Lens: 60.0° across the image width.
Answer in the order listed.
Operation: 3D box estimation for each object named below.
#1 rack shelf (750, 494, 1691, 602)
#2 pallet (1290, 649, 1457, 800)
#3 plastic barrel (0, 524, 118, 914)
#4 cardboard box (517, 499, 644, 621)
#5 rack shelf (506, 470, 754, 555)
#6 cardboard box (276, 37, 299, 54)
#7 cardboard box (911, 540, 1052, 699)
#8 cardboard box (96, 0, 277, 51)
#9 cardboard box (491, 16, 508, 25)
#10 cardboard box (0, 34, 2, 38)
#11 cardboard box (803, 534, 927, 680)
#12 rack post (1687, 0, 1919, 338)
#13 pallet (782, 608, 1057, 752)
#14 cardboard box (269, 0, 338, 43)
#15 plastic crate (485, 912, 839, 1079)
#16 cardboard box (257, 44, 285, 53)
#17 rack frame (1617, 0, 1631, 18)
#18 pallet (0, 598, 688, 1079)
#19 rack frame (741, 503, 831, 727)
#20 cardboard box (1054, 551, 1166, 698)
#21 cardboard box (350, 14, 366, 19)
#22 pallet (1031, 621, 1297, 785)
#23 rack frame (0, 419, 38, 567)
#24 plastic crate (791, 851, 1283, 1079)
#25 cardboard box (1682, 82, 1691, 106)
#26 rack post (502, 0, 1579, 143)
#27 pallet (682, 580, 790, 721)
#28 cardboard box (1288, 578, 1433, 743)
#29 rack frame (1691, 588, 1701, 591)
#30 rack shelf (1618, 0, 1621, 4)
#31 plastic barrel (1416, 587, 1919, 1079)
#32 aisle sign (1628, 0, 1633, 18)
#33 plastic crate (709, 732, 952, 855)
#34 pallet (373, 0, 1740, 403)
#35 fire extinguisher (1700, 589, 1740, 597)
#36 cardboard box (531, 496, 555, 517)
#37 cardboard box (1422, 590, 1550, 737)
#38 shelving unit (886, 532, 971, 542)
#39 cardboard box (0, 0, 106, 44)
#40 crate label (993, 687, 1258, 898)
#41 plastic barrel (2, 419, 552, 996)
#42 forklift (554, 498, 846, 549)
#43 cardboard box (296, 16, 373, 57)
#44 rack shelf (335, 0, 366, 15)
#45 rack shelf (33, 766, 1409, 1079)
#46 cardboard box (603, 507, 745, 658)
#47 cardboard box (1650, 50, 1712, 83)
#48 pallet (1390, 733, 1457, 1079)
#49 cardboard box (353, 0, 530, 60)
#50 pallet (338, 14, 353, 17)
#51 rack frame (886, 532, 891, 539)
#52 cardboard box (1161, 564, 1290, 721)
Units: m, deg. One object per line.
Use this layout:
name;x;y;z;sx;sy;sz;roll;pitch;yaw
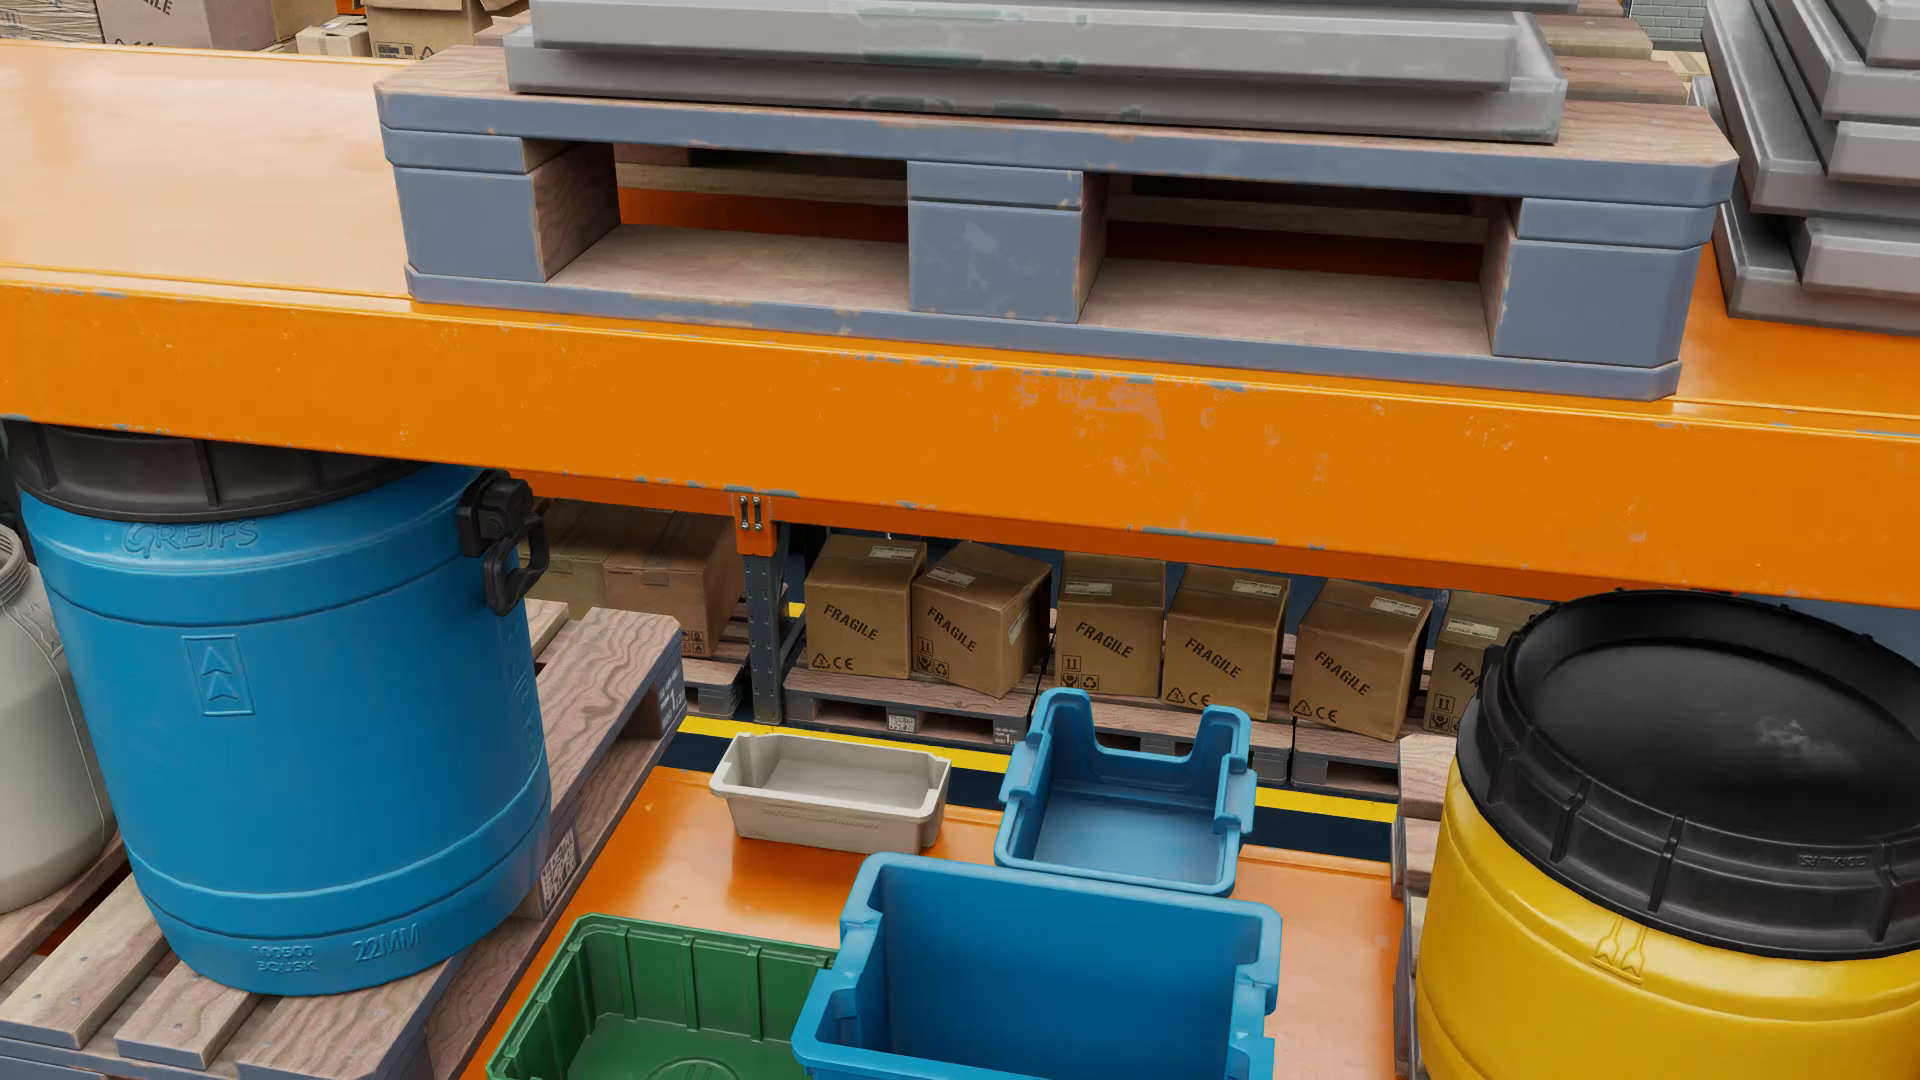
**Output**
rack shelf;1.117;-0.131;7.615;4.000;0.370;1.077;6;29;11
pallet;2.212;0.871;7.938;1.213;0.211;1.003;6;29;11
plastic barrel;-1.493;0.265;2.464;0.421;0.512;0.421;0;29;0
cardboard box;-1.897;0.128;8.537;0.500;0.500;0.700;6;29;10
rack shelf;-2.795;-0.532;8.347;4.000;0.370;1.077;6;29;11
cardboard box;-3.256;-2.271;7.806;0.500;0.250;0.500;7;29;12
cardboard box;0.106;0.378;8.102;0.500;0.500;0.500;16;32;26
cardboard box;-3.356;-2.359;7.188;0.500;0.500;0.500;5;29;9
cardboard box;-1.779;-2.135;7.106;0.258;0.266;0.396;7;29;12
cardboard box;-4.345;-2.459;7.370;0.500;0.500;0.500;6;29;11
cardboard box;-0.456;0.324;8.200;0.500;0.500;0.500;5;29;9
rack post;1.326;-0.468;1.754;0.954;0.300;0.937;9;30;16
pallet;-0.175;0.627;8.385;1.213;0.211;1.003;6;29;11
cardboard box;-3.247;-2.594;7.615;0.500;0.500;0.500;6;29;11
plastic crate;-0.387;0.742;2.368;0.450;0.188;0.336;6;29;11
cardboard box;-3.337;-2.033;7.372;0.500;0.250;0.500;6;29;12
rack frame;4.208;-2.565;11.312;0.127;3.000;1.000;6;29;11
pallet;-1.147;0.473;2.836;1.003;0.211;1.213;6;29;11
rack frame;-0.839;-0.647;7.808;0.127;3.000;1.000;6;29;11
cardboard box;0.729;0.403;8.055;0.500;0.500;0.500;3;29;6
cardboard box;-5.970;-5.331;18.139;0.875;0.875;0.875;7;29;12
pallet;1.022;0.748;8.164;1.213;0.211;1.003;6;29;11
rack frame;-1.873;-0.953;2.119;0.127;3.000;1.000;6;29;11
plastic crate;0.111;0.722;2.202;0.575;0.384;0.392;6;29;11
cardboard box;2.736;-1.552;6.079;0.250;0.149;0.380;6;29;11
rack post;0.137;-0.698;1.733;0.954;0.300;0.937;5;29;10
pallet;-1.600;0.499;8.619;1.213;0.211;1.003;6;29;11
cardboard box;1.874;0.552;7.784;0.500;0.500;0.500;14;32;24
rack frame;3.073;-0.246;7.076;0.127;3.000;1.000;6;29;11
rack shelf;2.252;-3.766;11.131;4.000;0.370;1.077;6;29;11
plastic barrel;0.897;0.443;2.060;0.600;0.588;0.600;0;29;0
aisle sign;4.214;-3.557;10.417;0.004;0.787;0.394;6;29;11
plastic crate;-0.219;0.450;2.955;0.396;0.136;0.243;6;29;11
pallet;0.136;-0.503;1.912;1.213;0.211;1.003;6;29;11
fire extinguisher;3.089;0.016;6.678;0.183;0.674;0.296;6;29;11
cardboard box;-2.444;0.072;8.640;0.500;0.500;0.700;3;29;6
cardboard box;2.466;0.596;7.704;0.500;0.500;0.500;11;31;20
shelving unit;-0.162;-0.543;9.492;0.503;1.200;0.258;6;29;11
cardboard box;-3.849;-2.407;7.274;0.500;0.500;0.500;6;29;11
crate label;0.277;0.487;2.769;0.408;0.251;0.502;6;29;11
plastic barrel;-0.922;0.109;2.344;0.708;0.901;0.600;6;29;11
forklift;-2.022;-1.639;9.692;3.031;2.935;1.130;9;30;15
cardboard box;-2.693;-2.186;7.301;0.250;0.166;0.380;5;29;9
rack shelf;-4.637;-5.587;17.581;4.000;0.370;1.077;6;29;11
rack shelf;0.083;0.879;2.646;4.000;0.370;1.077;6;29;11
cardboard box;-1.435;0.185;8.434;0.500;0.500;0.700;4;29;7
cardboard box;2.852;-1.807;6.544;0.250;0.149;0.380;6;29;10
pallet;1.250;0.718;2.387;1.213;0.211;1.003;6;29;11
cardboard box;-2.199;-2.380;7.305;0.637;0.503;0.797;7;29;13
pallet;-8.618;-7.526;23.277;1.213;0.211;1.003;6;29;11
rack frame;-0.400;-0.567;9.537;0.015;1.200;0.240;6;29;11
cardboard box;1.266;0.480;7.915;0.500;0.500;0.500;9;30;15
